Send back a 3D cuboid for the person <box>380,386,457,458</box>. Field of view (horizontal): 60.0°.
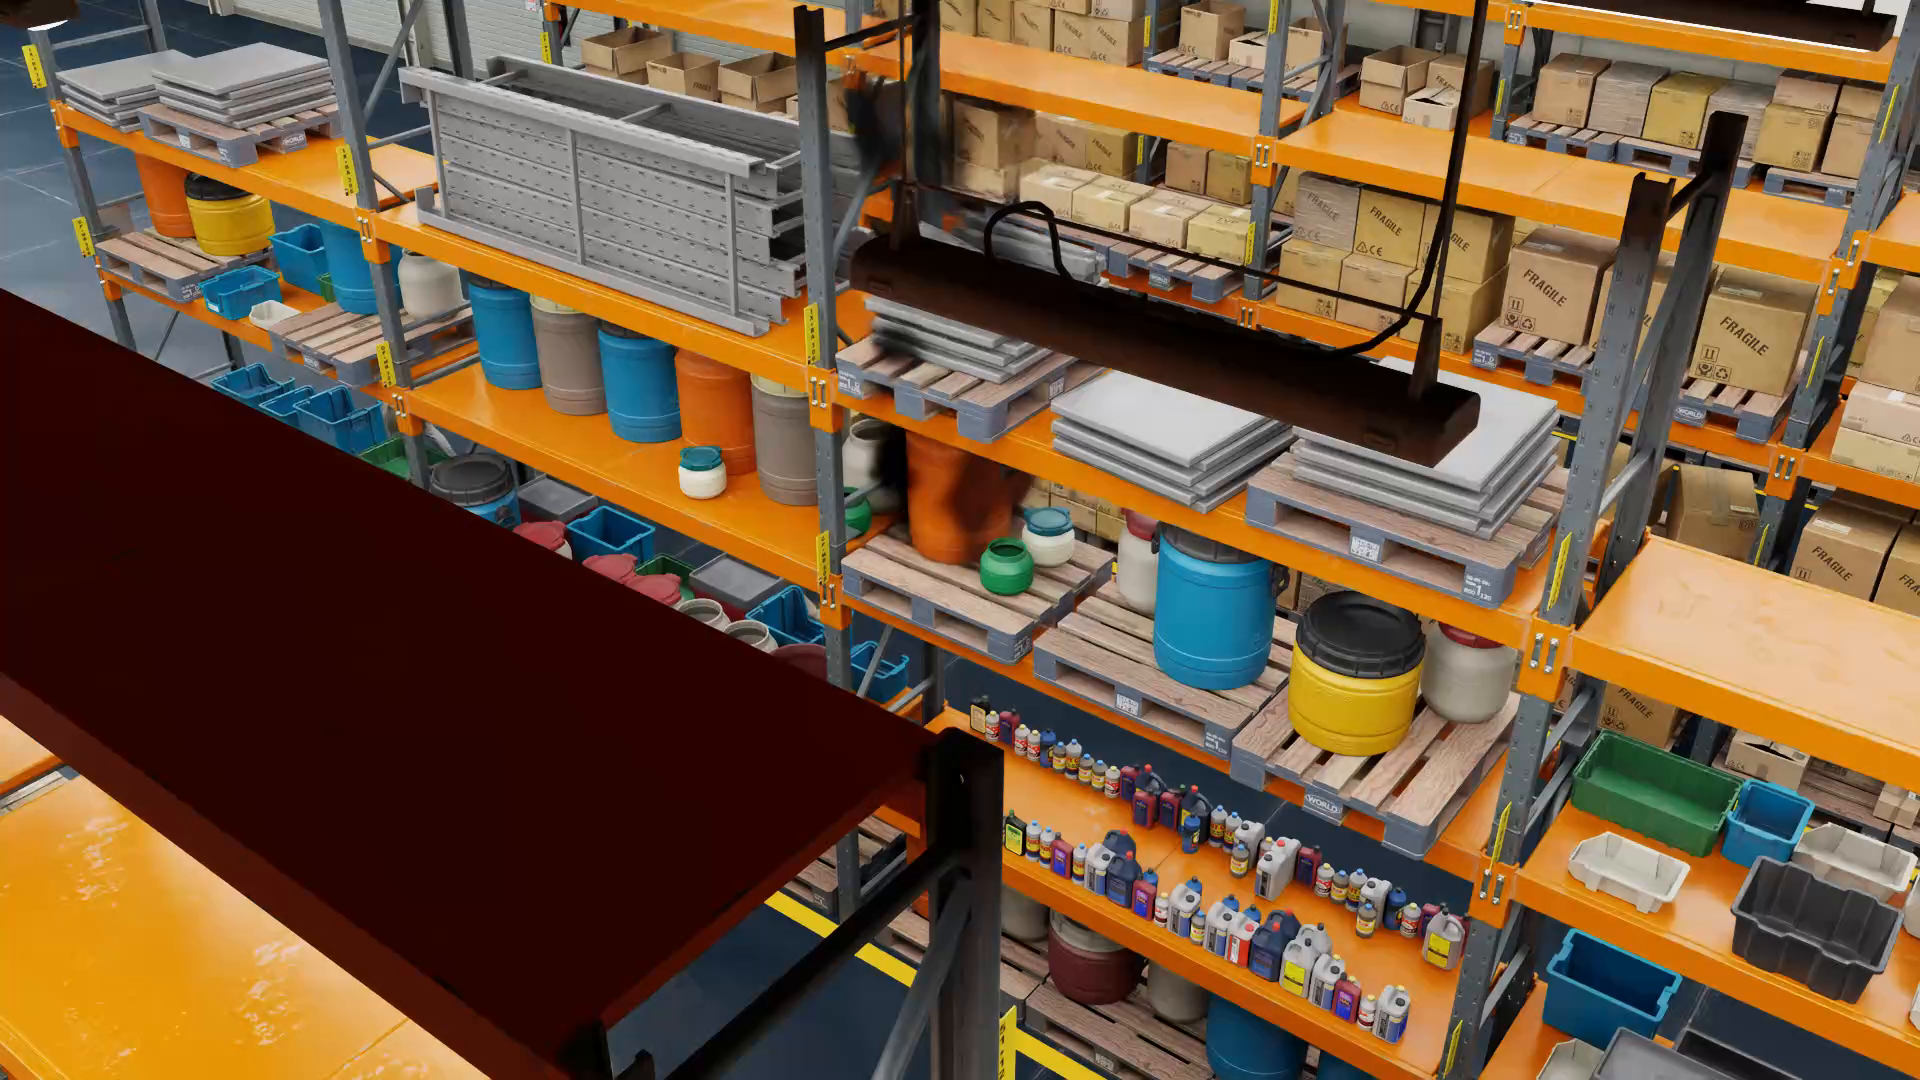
[{"bbox_3d":[-5.307,-1.292,15.795,0.825,1.705,0.678,18,36,27],"label":"person"}]

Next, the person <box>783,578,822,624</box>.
[{"bbox_3d":[-1.444,0.169,13.391,0.561,1.685,0.665,19,36,28],"label":"person"}]
